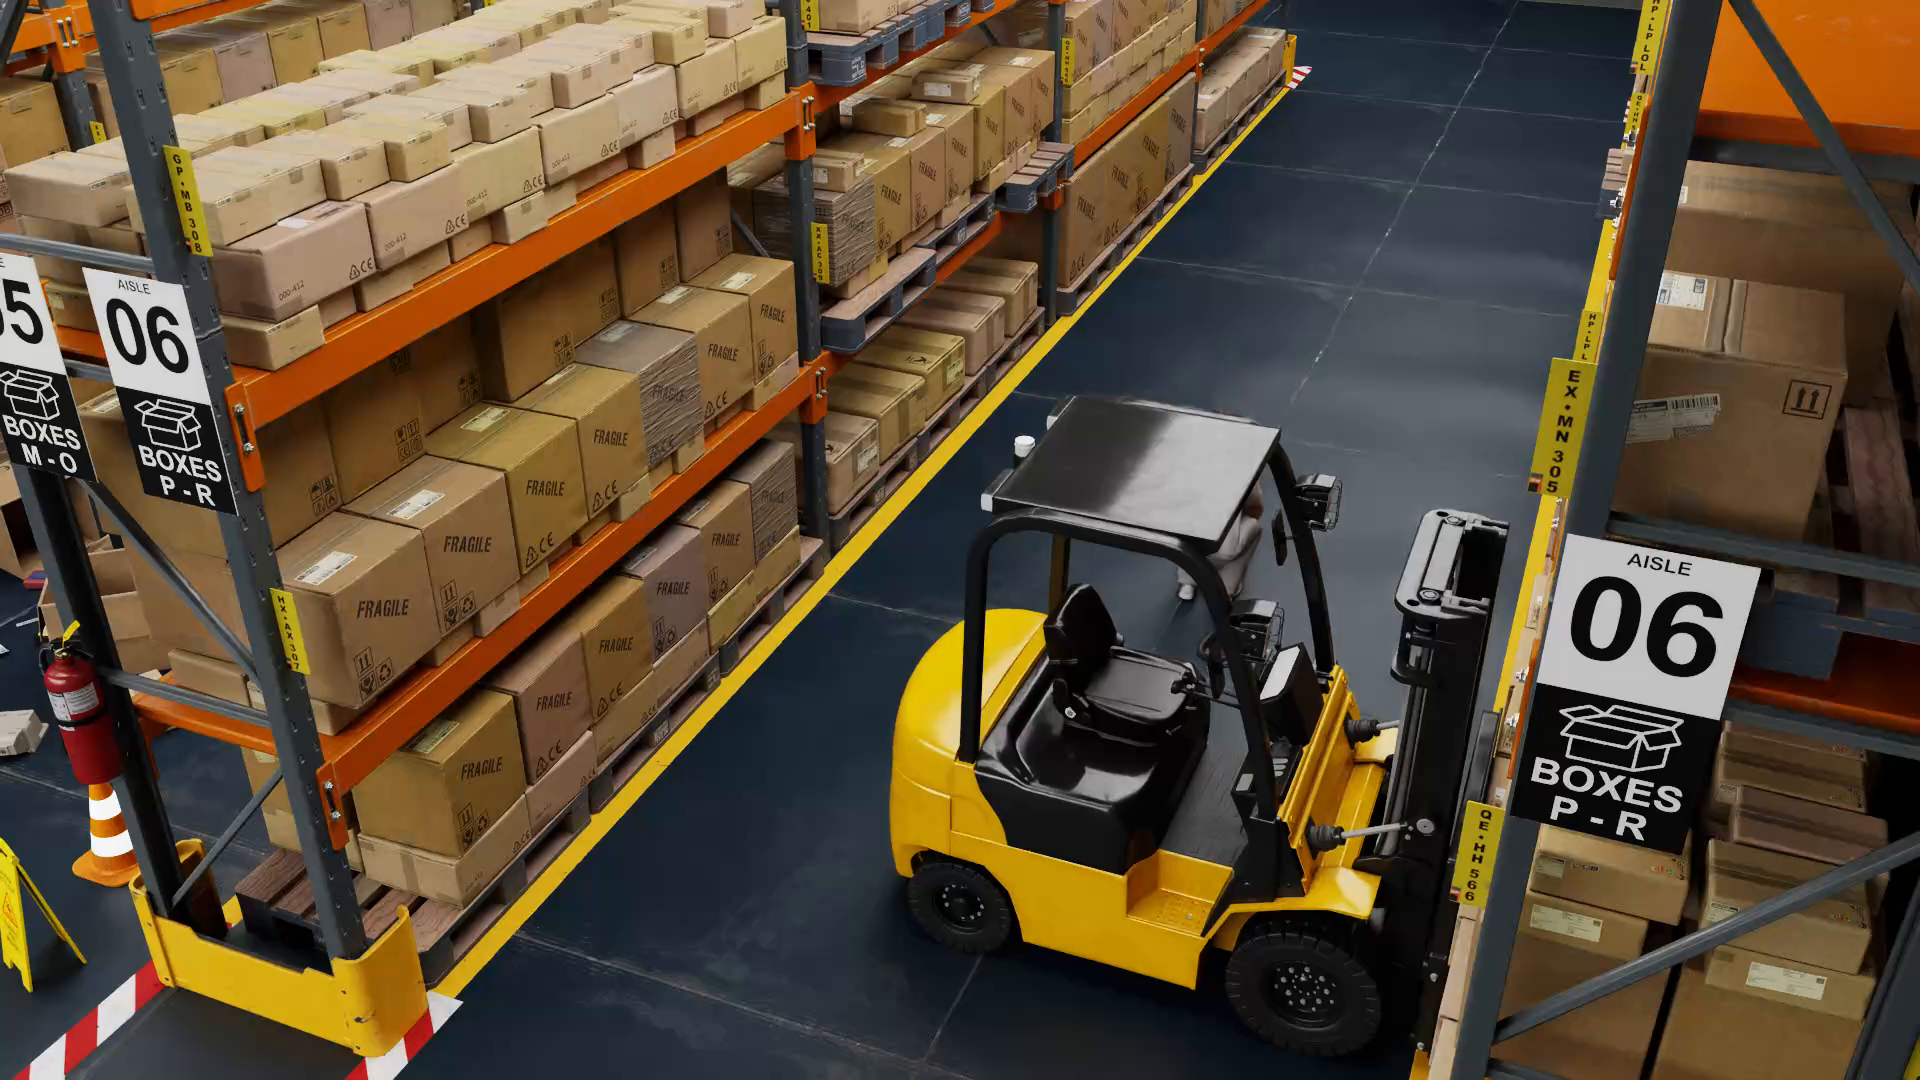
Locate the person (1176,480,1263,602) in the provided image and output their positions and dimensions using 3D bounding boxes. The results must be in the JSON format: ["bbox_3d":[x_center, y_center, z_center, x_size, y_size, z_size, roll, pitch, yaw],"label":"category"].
[{"bbox_3d":[1.460,-0.153,9.450,0.490,0.899,0.805,11,32,19],"label":"person"}]
